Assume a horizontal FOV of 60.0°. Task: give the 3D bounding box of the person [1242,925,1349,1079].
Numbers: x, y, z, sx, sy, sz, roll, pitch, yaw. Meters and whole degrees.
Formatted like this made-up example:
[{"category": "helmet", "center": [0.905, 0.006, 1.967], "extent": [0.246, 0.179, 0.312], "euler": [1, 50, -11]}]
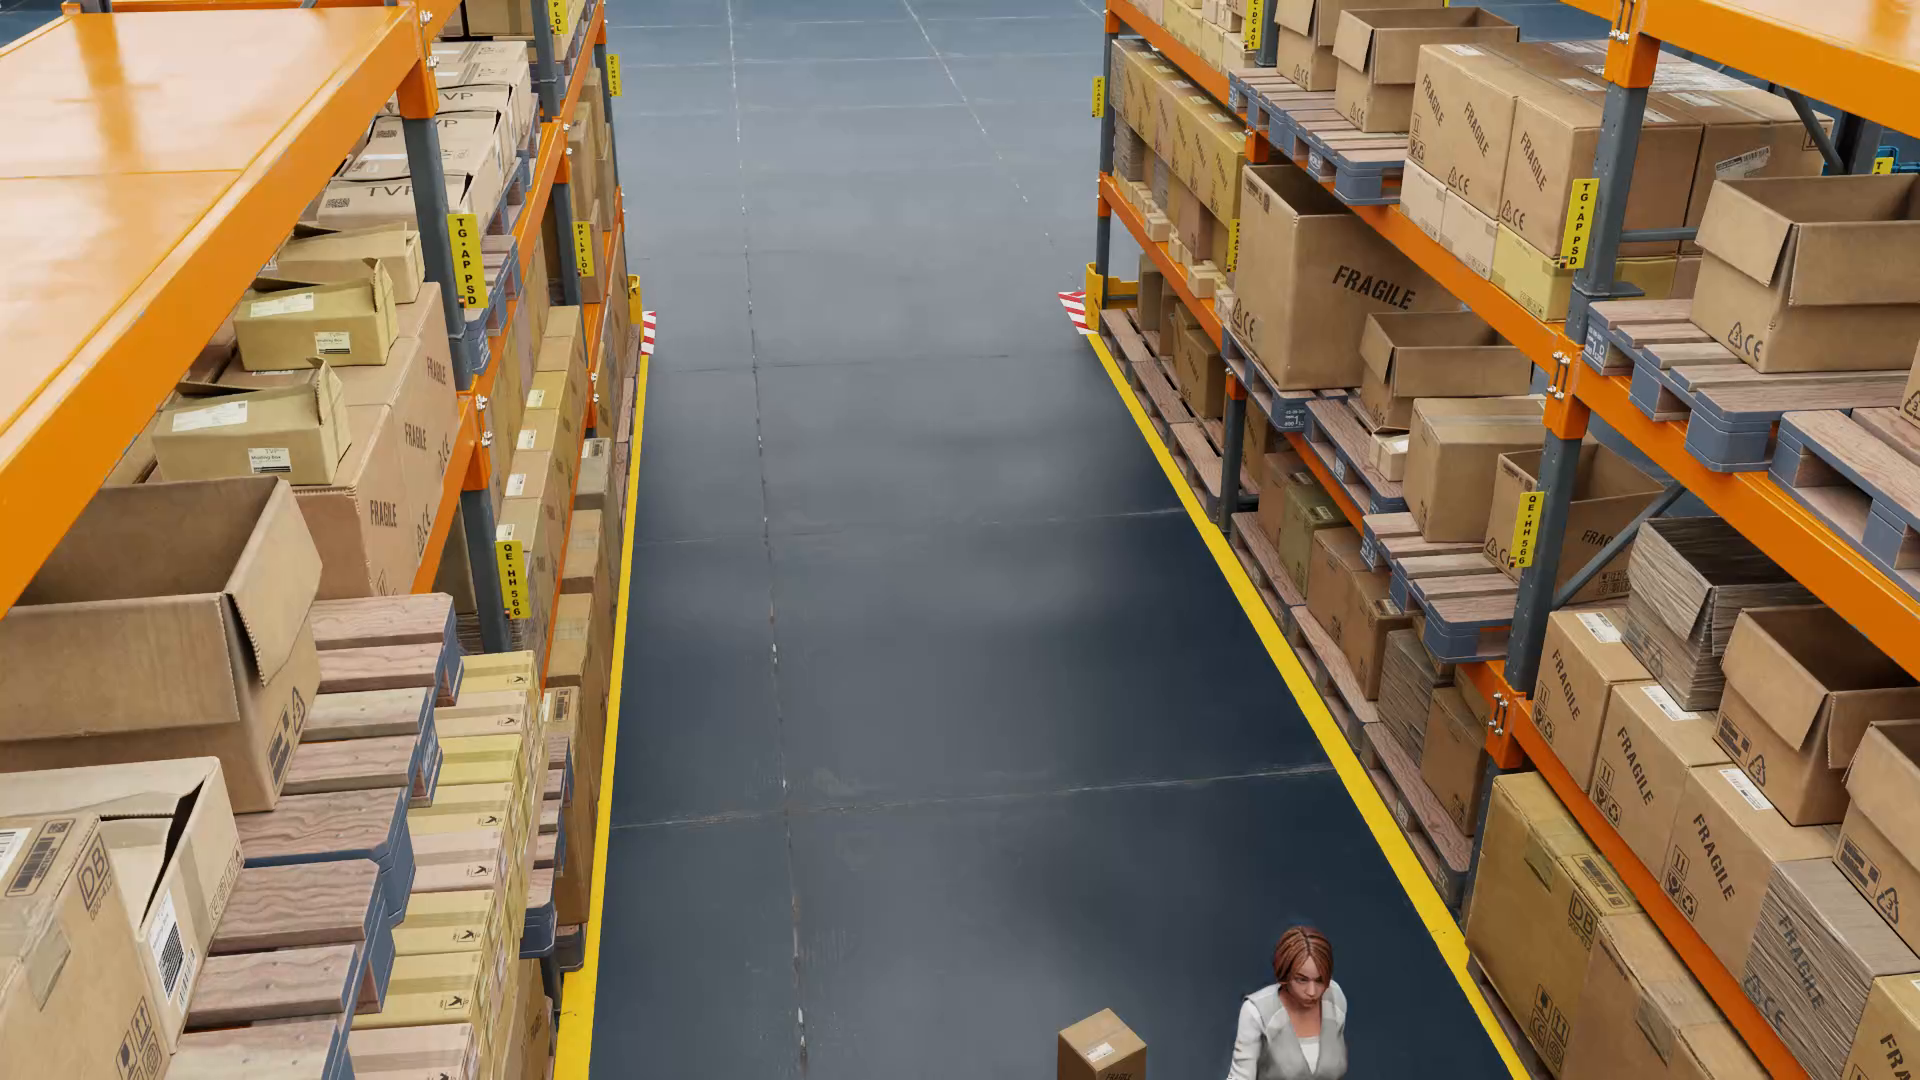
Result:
[{"category": "person", "center": [1.049, 1.876, 5.440], "extent": [0.425, 1.495, 0.769], "euler": [-4, 28, -8]}]
